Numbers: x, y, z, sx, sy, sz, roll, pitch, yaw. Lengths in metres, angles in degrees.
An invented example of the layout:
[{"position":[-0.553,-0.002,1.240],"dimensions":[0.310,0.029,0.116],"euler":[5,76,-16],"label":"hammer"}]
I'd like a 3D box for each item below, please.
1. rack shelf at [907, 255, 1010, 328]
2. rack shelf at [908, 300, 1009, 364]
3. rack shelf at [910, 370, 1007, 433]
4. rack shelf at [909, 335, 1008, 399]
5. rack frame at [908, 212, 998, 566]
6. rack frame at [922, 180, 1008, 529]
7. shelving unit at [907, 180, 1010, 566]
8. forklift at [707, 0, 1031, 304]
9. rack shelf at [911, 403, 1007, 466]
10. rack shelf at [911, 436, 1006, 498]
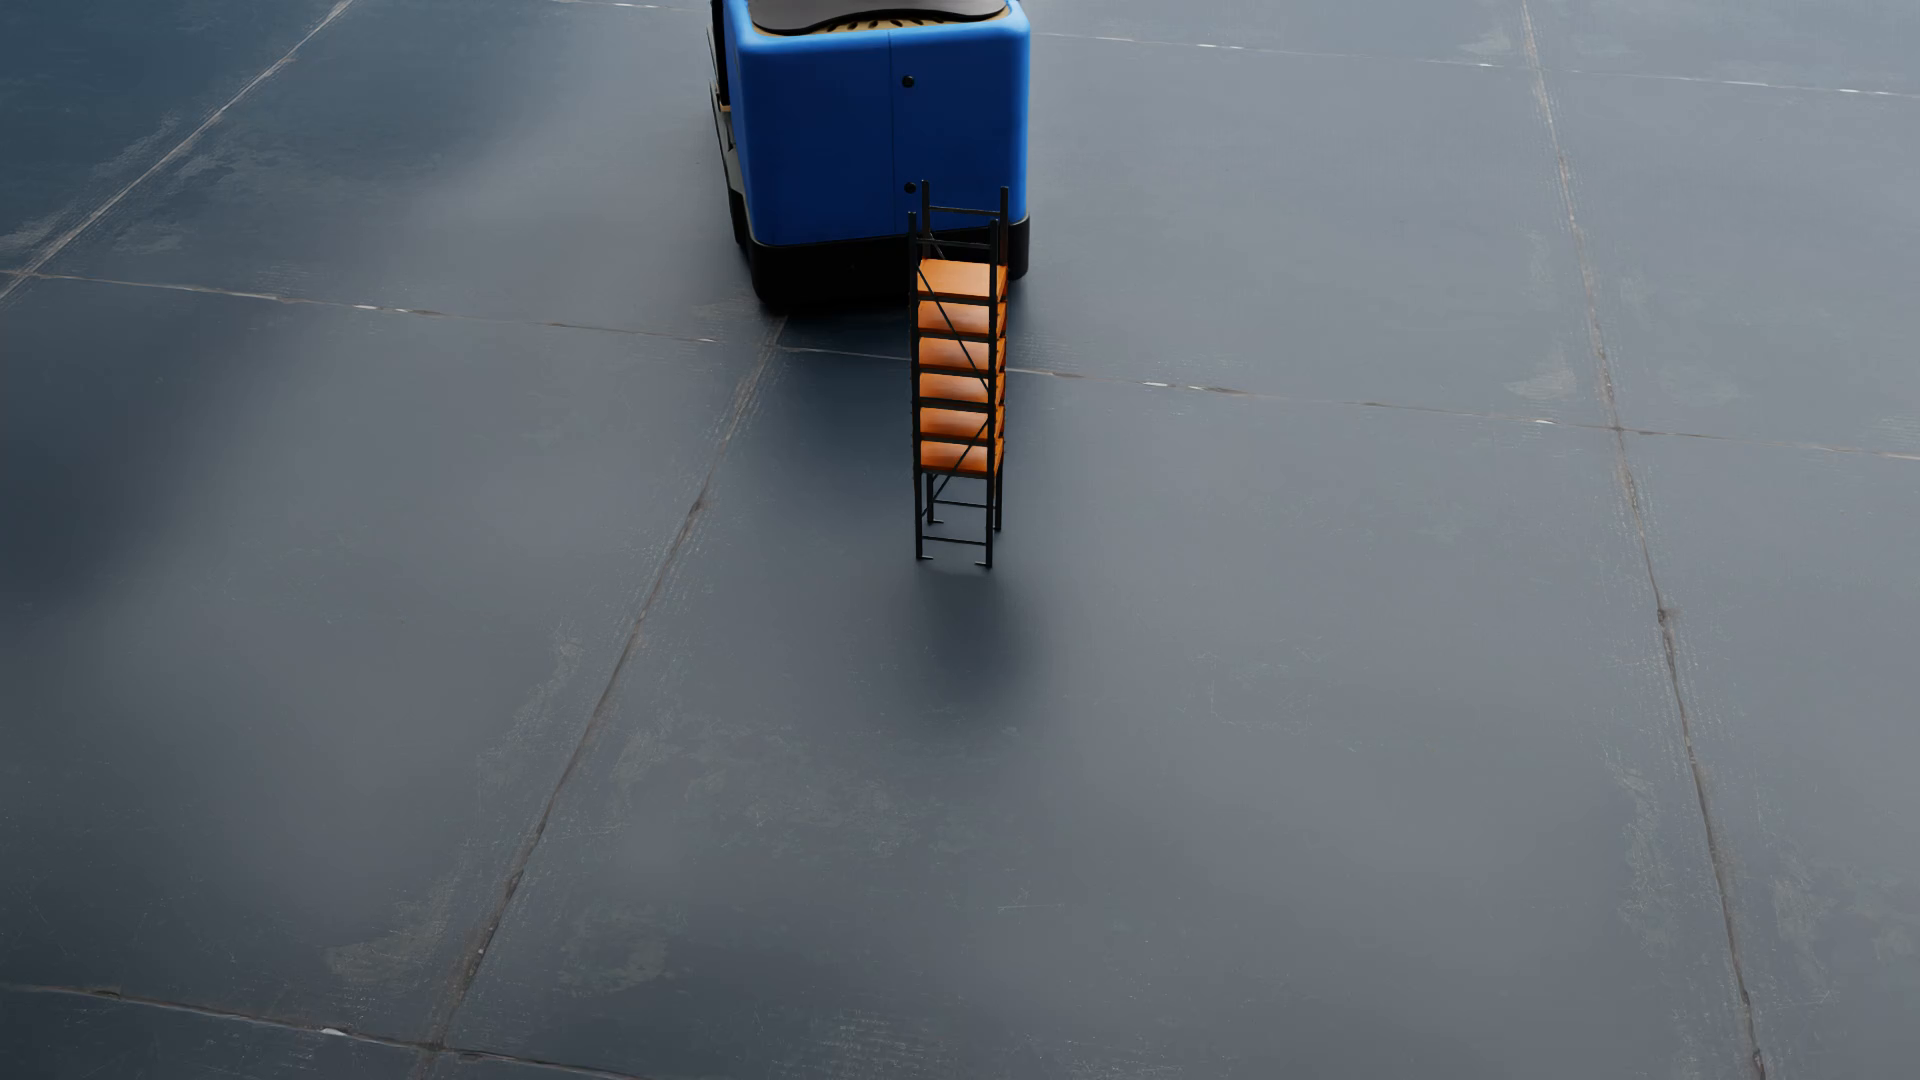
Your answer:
[{"position":[-0.002,-0.697,4.656],"dimensions":[0.258,0.103,0.180],"euler":[6,40,8],"label":"rack shelf"},{"position":[-0.002,-0.604,4.732],"dimensions":[0.258,0.103,0.180],"euler":[6,40,8],"label":"rack shelf"},{"position":[-0.002,-0.419,4.885],"dimensions":[0.258,0.103,0.180],"euler":[6,40,8],"label":"rack shelf"},{"position":[-0.002,-0.512,4.809],"dimensions":[0.258,0.103,0.180],"euler":[6,40,8],"label":"rack shelf"},{"position":[-0.018,-0.396,4.787],"dimensions":[0.240,1.200,0.006],"euler":[6,40,8],"label":"rack frame"},{"position":[0.013,-0.511,4.926],"dimensions":[0.240,1.200,0.006],"euler":[6,40,8],"label":"rack frame"},{"position":[-0.002,-0.453,4.857],"dimensions":[0.258,1.200,0.189],"euler":[6,40,8],"label":"shelving unit"},{"position":[-0.522,-2.951,6.519],"dimensions":[1.130,2.935,3.031],"euler":[-7,40,-8],"label":"forklift"},{"position":[-0.002,-0.327,4.961],"dimensions":[0.258,0.103,0.180],"euler":[6,40,8],"label":"rack shelf"},{"position":[-0.002,-0.234,5.038],"dimensions":[0.258,0.103,0.180],"euler":[6,40,8],"label":"rack shelf"}]
